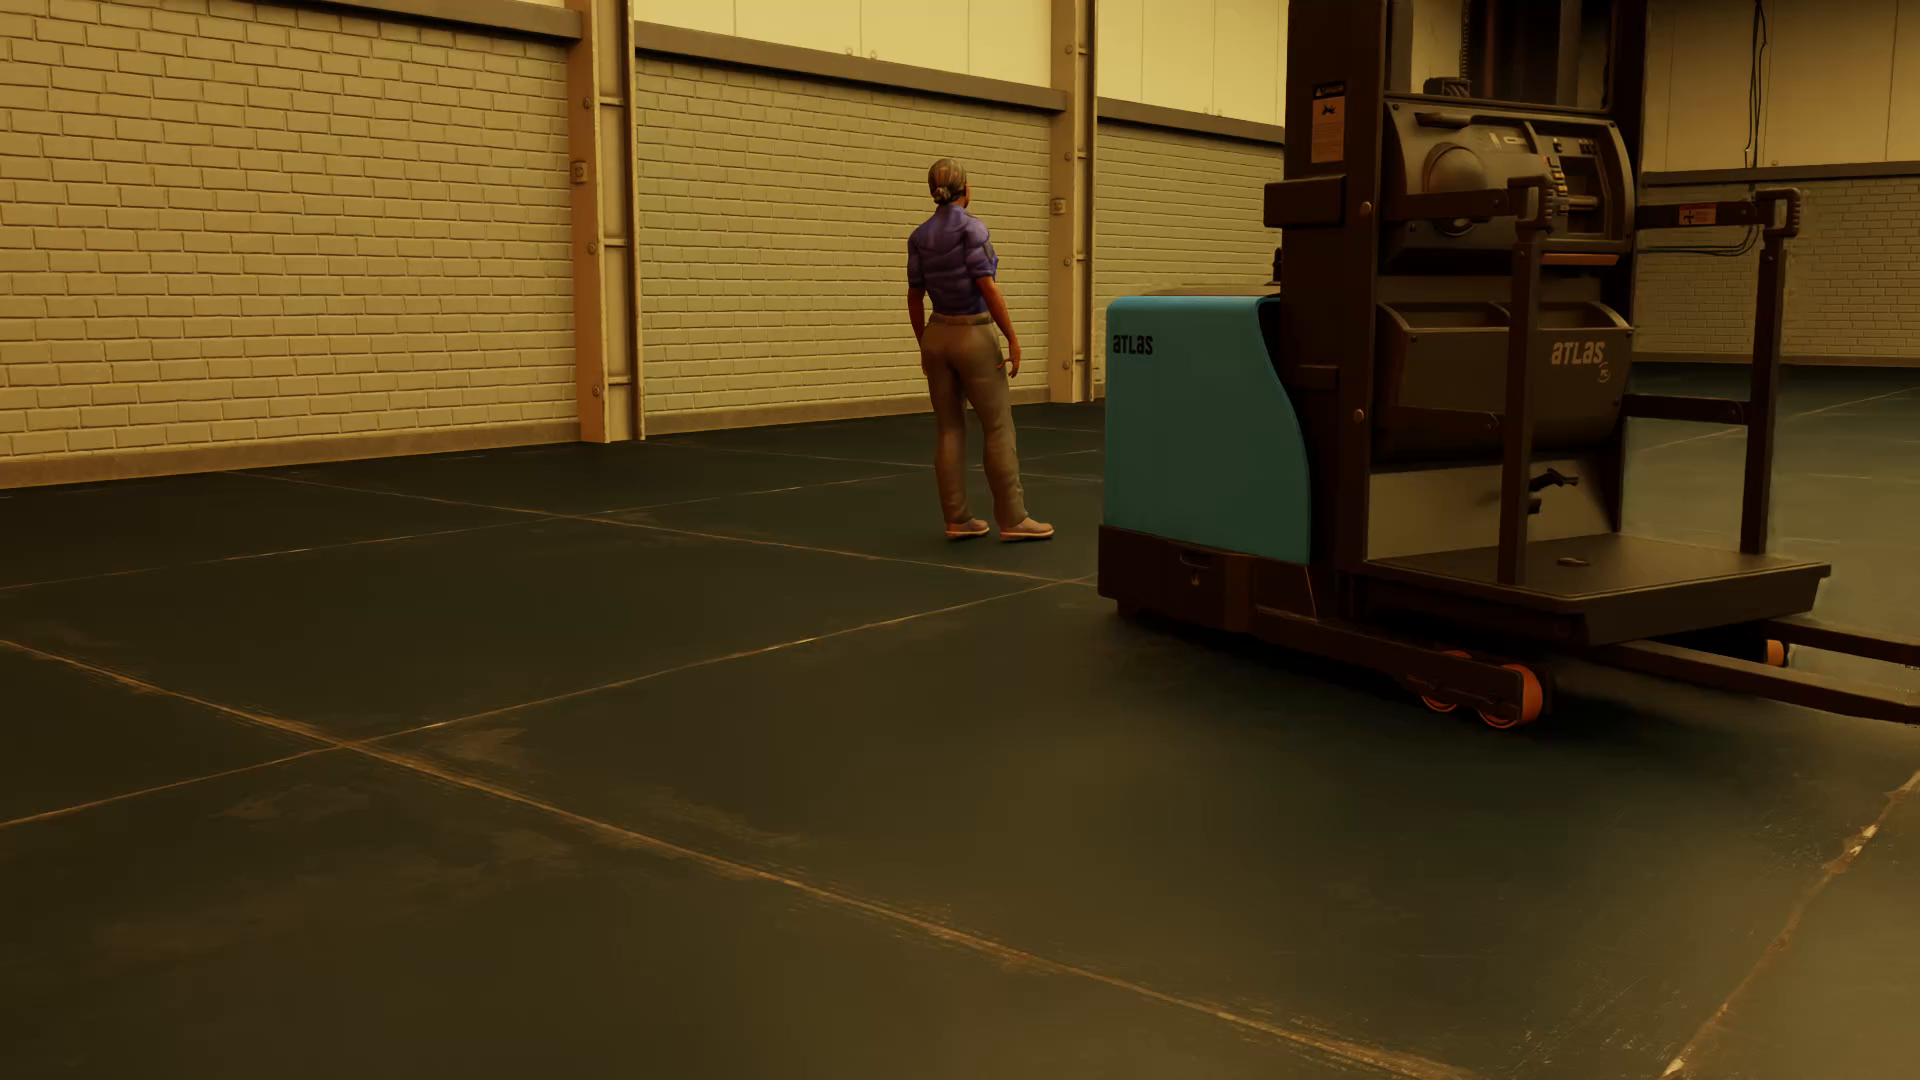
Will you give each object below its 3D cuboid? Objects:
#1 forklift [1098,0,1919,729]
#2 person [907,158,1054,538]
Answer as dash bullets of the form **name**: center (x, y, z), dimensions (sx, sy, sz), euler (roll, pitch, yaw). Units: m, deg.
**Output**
- **forklift**: center (1.661, -1.052, 4.474), dimensions (1.130, 2.935, 3.031), euler (-5, 10, -31)
- **person**: center (0.070, -0.834, 7.339), dimensions (0.569, 1.654, 0.504), euler (7, 11, 38)
